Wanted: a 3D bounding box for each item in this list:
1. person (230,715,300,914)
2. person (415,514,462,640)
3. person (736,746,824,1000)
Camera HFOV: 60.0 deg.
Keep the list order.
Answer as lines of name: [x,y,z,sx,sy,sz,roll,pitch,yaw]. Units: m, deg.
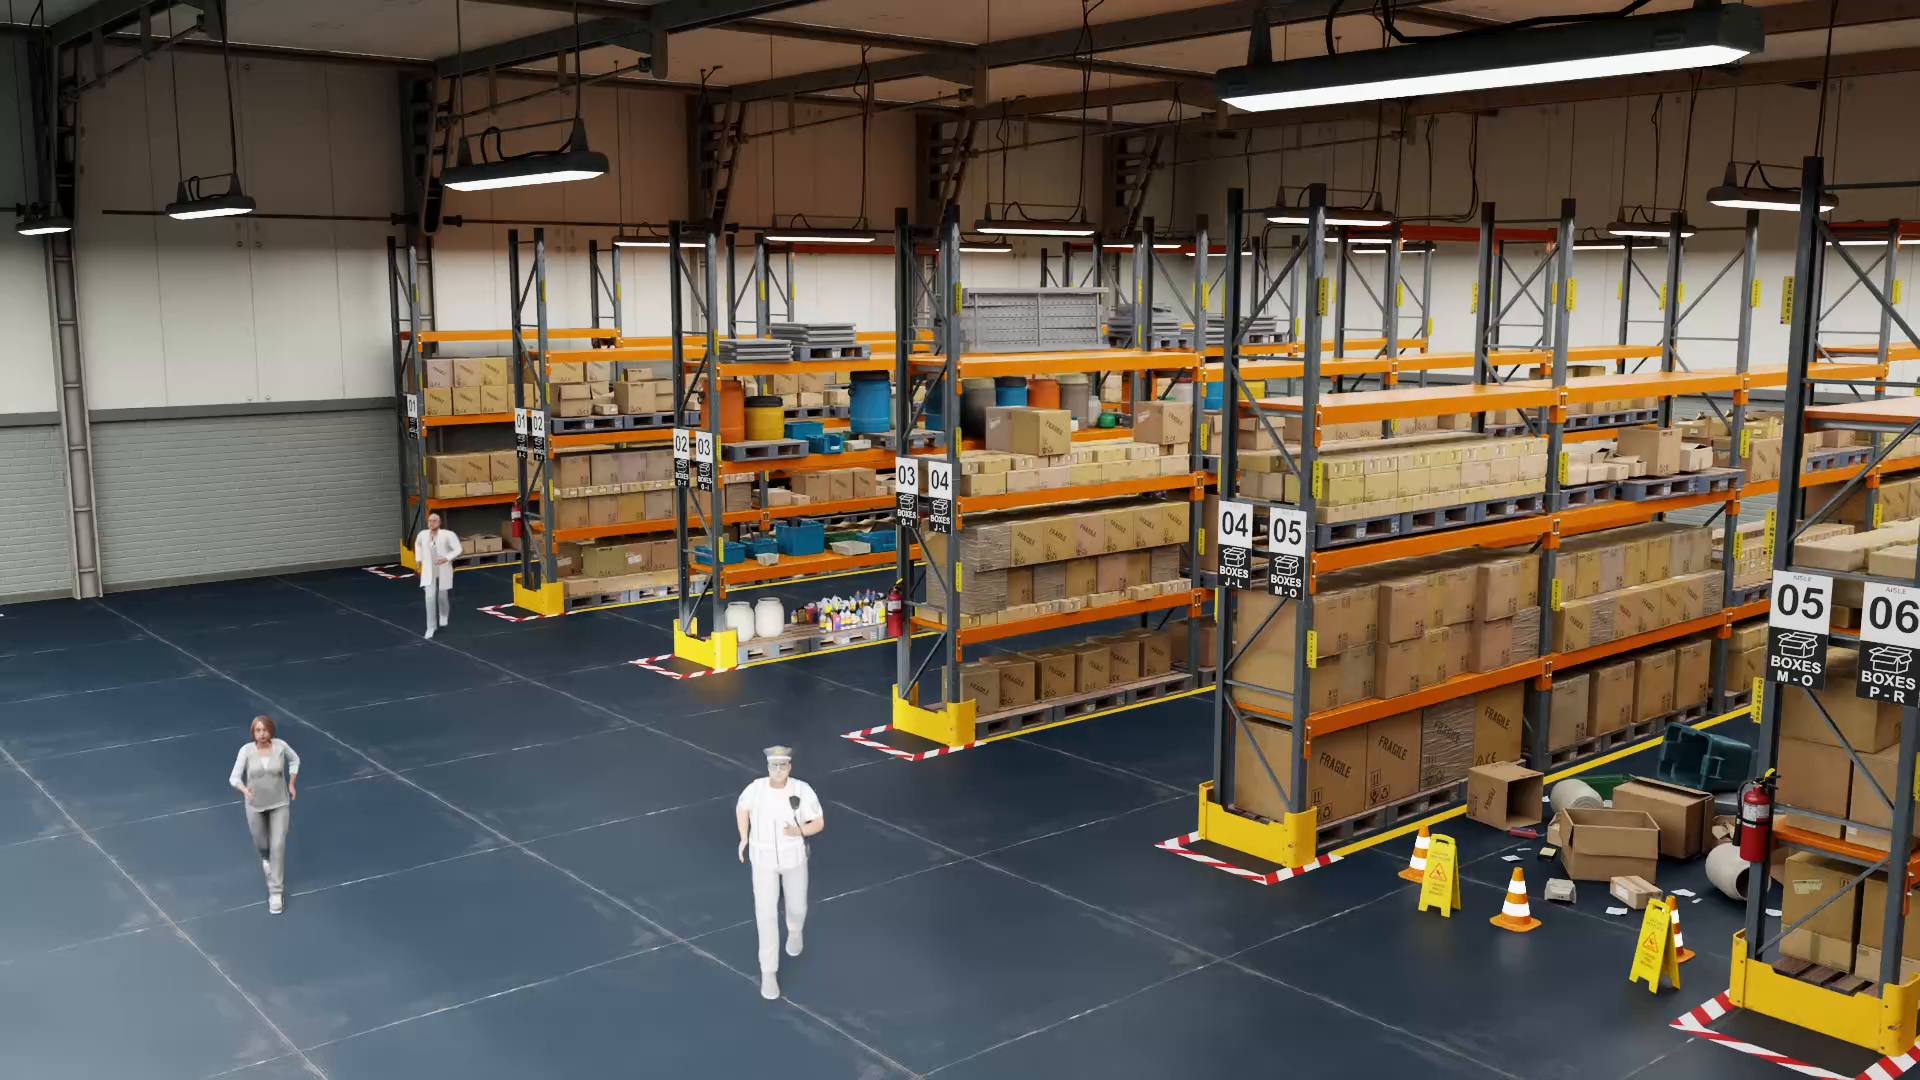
person: [-5.819,2.243,13.972,0.547,1.593,0.883,-3,9,-21]
person: [-7.736,0.502,24.700,0.713,1.818,0.948,-1,9,-7]
person: [-1.339,2.380,12.383,0.660,1.771,0.988,-1,9,-5]
